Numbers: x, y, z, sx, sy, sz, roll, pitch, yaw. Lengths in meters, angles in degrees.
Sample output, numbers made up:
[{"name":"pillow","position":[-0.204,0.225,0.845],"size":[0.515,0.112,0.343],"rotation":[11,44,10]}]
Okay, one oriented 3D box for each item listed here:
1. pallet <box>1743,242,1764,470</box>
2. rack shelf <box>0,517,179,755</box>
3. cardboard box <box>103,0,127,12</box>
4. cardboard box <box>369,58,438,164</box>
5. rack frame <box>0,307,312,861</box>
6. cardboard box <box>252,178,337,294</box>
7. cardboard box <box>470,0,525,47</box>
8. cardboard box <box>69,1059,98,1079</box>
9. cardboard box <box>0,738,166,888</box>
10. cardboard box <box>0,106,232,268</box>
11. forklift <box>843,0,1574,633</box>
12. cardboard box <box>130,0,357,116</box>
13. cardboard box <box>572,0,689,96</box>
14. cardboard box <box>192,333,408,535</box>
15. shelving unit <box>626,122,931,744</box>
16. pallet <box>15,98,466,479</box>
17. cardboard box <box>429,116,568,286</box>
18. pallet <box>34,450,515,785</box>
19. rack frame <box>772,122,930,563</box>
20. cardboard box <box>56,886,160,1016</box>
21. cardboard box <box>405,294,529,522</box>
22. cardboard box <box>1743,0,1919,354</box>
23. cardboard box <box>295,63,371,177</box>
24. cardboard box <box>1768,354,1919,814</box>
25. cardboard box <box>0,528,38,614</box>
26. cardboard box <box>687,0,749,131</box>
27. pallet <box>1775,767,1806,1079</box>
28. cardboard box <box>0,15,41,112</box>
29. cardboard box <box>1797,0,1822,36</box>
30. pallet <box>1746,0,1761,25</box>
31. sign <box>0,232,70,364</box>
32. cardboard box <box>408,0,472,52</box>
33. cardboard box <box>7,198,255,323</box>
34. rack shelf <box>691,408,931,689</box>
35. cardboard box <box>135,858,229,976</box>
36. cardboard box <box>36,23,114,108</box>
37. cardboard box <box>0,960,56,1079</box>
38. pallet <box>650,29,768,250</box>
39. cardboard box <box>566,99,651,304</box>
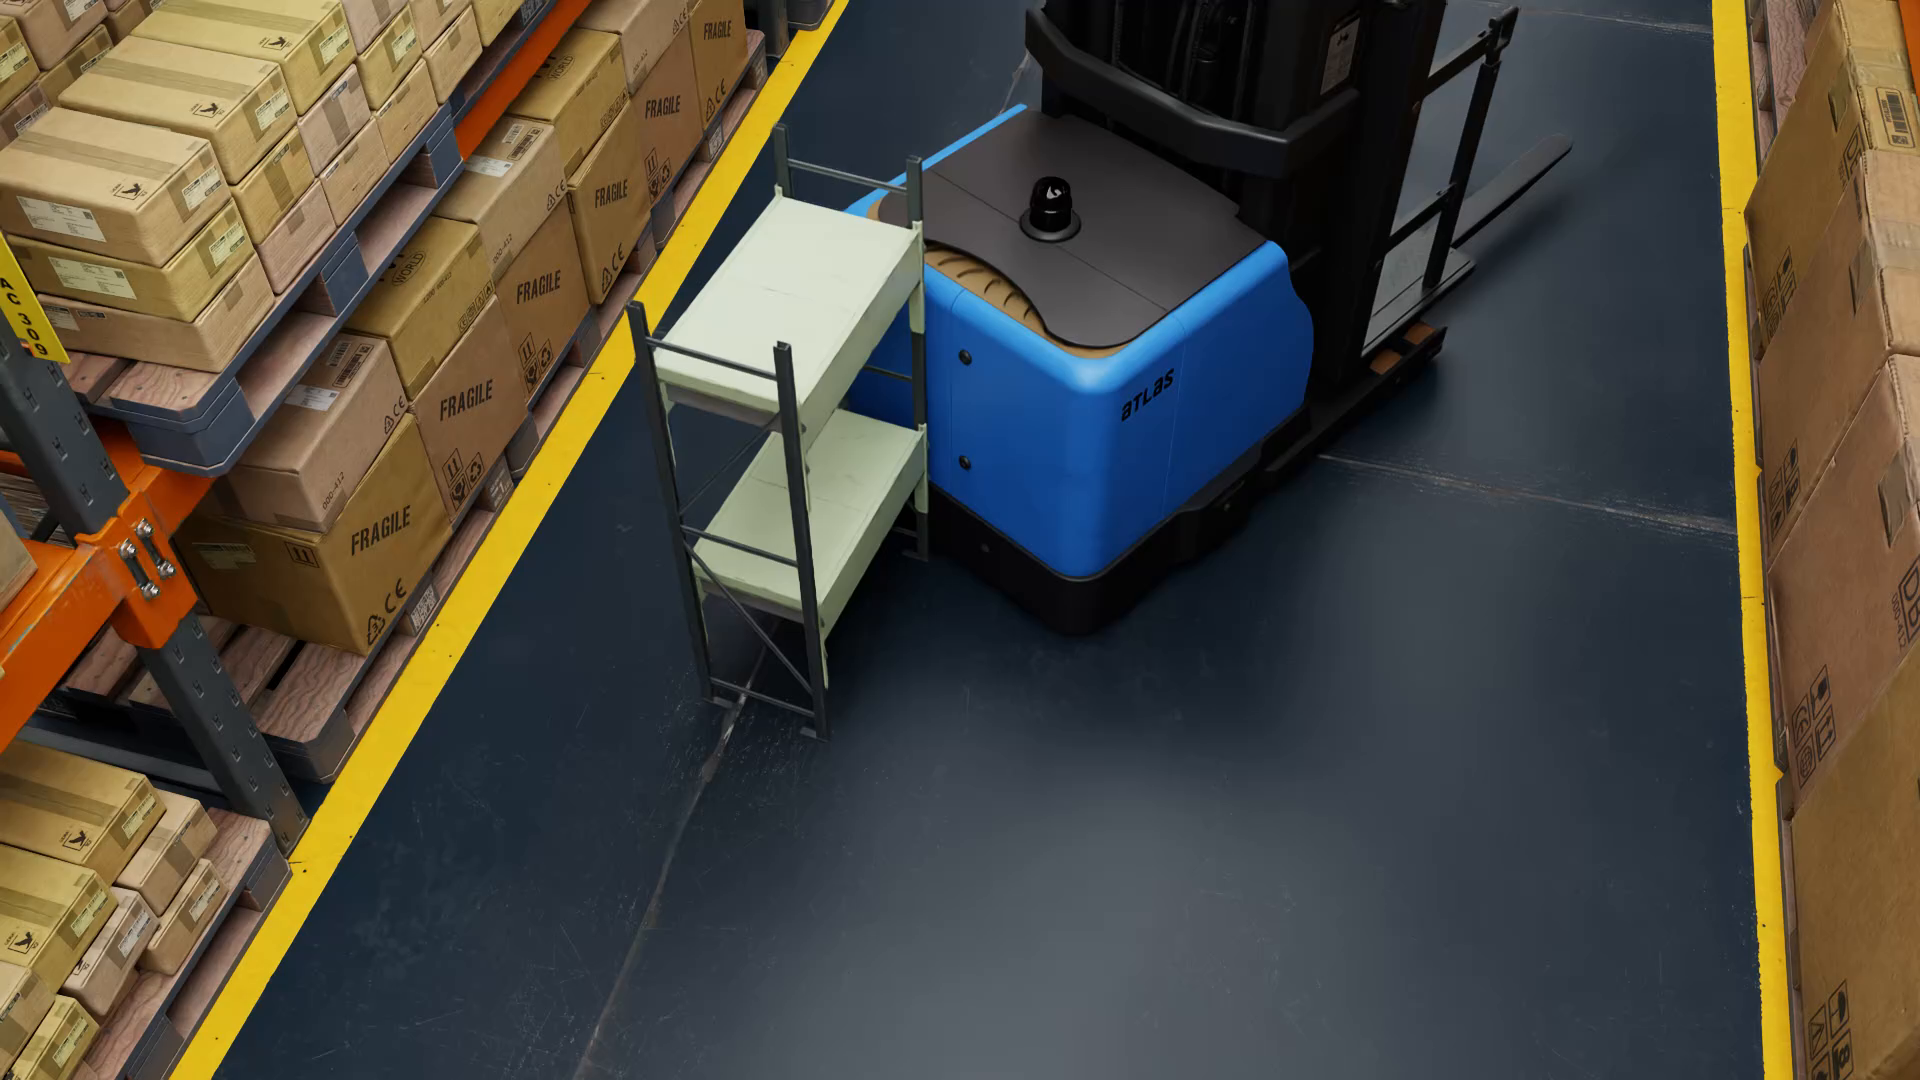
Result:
[{"name":"pallet","position":[3.252,-0.635,5.669],"size":[1.003,0.211,1.213],"rotation":[12,50,10]},{"name":"rack shelf","position":[-2.806,1.413,2.482],"size":[1.077,0.370,4.000],"rotation":[12,50,10]},{"name":"cardboard box","position":[-2.153,-1.424,3.997],"size":[0.380,0.149,0.250],"rotation":[11,50,10]},{"name":"cardboard box","position":[-1.528,-1.085,4.094],"size":[0.380,0.149,0.250],"rotation":[12,50,10]},{"name":"rack frame","position":[-2.279,-0.271,3.489],"size":[1.000,3.000,0.127],"rotation":[12,50,10]},{"name":"cardboard box","position":[-1.664,-0.723,3.775],"size":[0.380,0.149,0.250],"rotation":[12,50,11]},{"name":"cardboard box","position":[-1.393,-1.467,4.432],"size":[0.380,0.149,0.250],"rotation":[11,49,9]},{"name":"cardboard box","position":[-2.210,1.259,3.759],"size":[0.380,0.149,0.250],"rotation":[10,49,9]},{"name":"cardboard box","position":[-2.122,0.645,3.905],"size":[0.380,0.149,0.250],"rotation":[13,50,11]},{"name":"cardboard box","position":[-1.732,-0.718,3.374],"size":[0.380,0.149,0.250],"rotation":[14,50,12]},{"name":"forklift","position":[1.026,-1.700,4.795],"size":[1.130,2.935,3.031],"rotation":[36,58,28]},{"name":"cardboard box","position":[-1.594,-1.106,3.716],"size":[0.380,0.149,0.250],"rotation":[12,50,10]},{"name":"cardboard box","position":[-1.276,-1.811,5.735],"size":[0.500,0.250,0.500],"rotation":[12,50,11]},{"name":"cardboard box","position":[-1.830,-0.314,4.413],"size":[0.500,0.250,0.500],"rotation":[10,49,8]},{"name":"shelving unit","position":[-0.420,-0.234,4.456],"size":[0.431,1.500,0.755],"rotation":[17,51,14]},{"name":"pallet","position":[-1.938,-0.732,4.023],"size":[1.003,0.211,1.213],"rotation":[12,50,10]},{"name":"cardboard box","position":[-1.554,-1.067,5.078],"size":[0.500,0.250,0.500],"rotation":[13,50,11]},{"name":"pallet","position":[-2.076,0.088,5.032],"size":[1.003,0.211,1.213],"rotation":[12,50,10]},{"name":"rack frame","position":[-0.282,-0.488,4.681],"size":[0.400,1.500,0.023],"rotation":[17,51,14]},{"name":"cardboard box","position":[-2.115,0.923,3.857],"size":[0.380,0.149,0.250],"rotation":[9,49,8]},{"name":"cardboard box","position":[-1.691,-0.448,5.032],"size":[0.500,0.500,0.500],"rotation":[14,50,12]},{"name":"cardboard box","position":[3.330,-1.054,5.316],"size":[1.225,0.875,0.875],"rotation":[9,49,8]},{"name":"cardboard box","position":[-1.598,-0.995,3.816],"size":[0.380,0.149,0.250],"rotation":[13,50,11]},{"name":"cardboard box","position":[2.863,0.231,4.182],"size":[1.225,0.875,0.875],"rotation":[10,49,9]},{"name":"cardboard box","position":[-2.129,0.064,3.360],"size":[0.380,0.149,0.250],"rotation":[11,50,10]},{"name":"cardboard box","position":[-1.147,-1.949,6.357],"size":[0.500,0.500,0.500],"rotation":[11,50,10]},{"name":"pallet","position":[2.610,1.130,4.112],"size":[1.003,0.211,1.213],"rotation":[12,50,10]},{"name":"cardboard box","position":[-2.292,-1.048,3.665],"size":[0.380,0.149,0.250],"rotation":[10,49,9]},{"name":"cardboard box","position":[3.823,-2.324,6.674],"size":[0.700,0.500,0.500],"rotation":[8,49,7]},{"name":"pallet","position":[4.062,-2.635,7.435],"size":[1.003,0.211,1.213],"rotation":[12,50,10]},{"name":"sign","position":[-1.754,-0.456,3.075],"size":[0.100,0.325,0.005],"rotation":[12,50,10]},{"name":"cardboard box","position":[-1.461,-1.378,4.155],"size":[0.380,0.149,0.250],"rotation":[13,50,12]},{"name":"cardboard box","position":[-1.732,-0.620,3.486],"size":[0.380,0.149,0.250],"rotation":[12,50,11]},{"name":"rack shelf","position":[-0.420,-0.019,4.701],"size":[0.431,0.370,0.720],"rotation":[17,51,14]},{"name":"cardboard box","position":[-2.054,0.884,4.091],"size":[0.380,0.149,0.250],"rotation":[12,50,11]},{"name":"cardboard box","position":[-2.229,-1.122,3.929],"size":[0.380,0.149,0.250],"rotation":[14,50,12]},{"name":"cardboard box","position":[-2.209,1.019,3.575],"size":[0.380,0.149,0.250],"rotation":[11,50,10]},{"name":"pallet","position":[-1.434,-1.677,6.589],"size":[1.003,0.211,1.213],"rotation":[12,50,10]},{"name":"cardboard box","position":[-1.411,-1.188,5.685],"size":[0.500,0.500,0.500],"rotation":[10,49,8]}]
